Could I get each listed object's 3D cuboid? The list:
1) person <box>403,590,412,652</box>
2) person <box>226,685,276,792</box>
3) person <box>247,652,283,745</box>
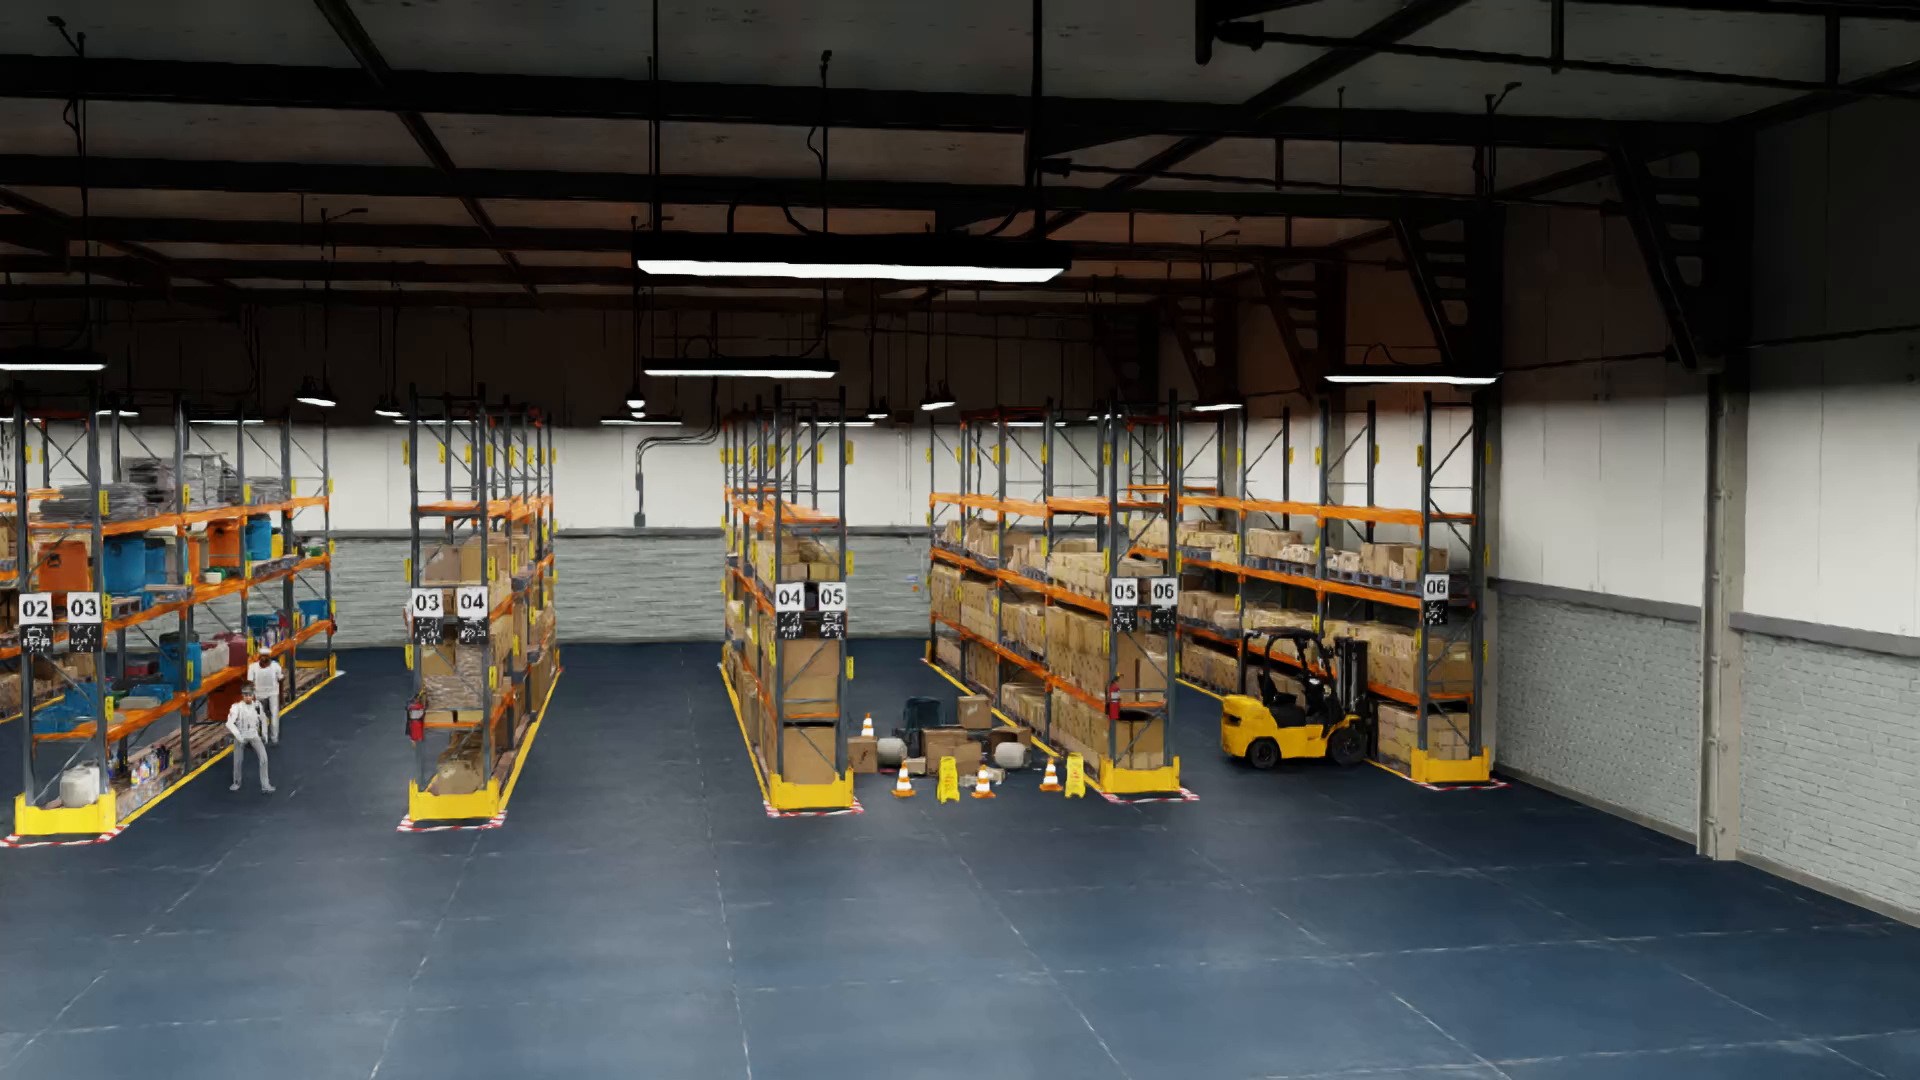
[{"bbox_3d":[-13.819,2.058,42.204,0.592,1.629,0.526,-1,3,-13],"label":"person"},{"bbox_3d":[-10.576,2.936,24.714,0.632,1.611,0.773,-2,3,-31],"label":"person"},{"bbox_3d":[-12.034,2.699,28.796,0.571,1.670,1.033,-1,3,-18],"label":"person"}]
